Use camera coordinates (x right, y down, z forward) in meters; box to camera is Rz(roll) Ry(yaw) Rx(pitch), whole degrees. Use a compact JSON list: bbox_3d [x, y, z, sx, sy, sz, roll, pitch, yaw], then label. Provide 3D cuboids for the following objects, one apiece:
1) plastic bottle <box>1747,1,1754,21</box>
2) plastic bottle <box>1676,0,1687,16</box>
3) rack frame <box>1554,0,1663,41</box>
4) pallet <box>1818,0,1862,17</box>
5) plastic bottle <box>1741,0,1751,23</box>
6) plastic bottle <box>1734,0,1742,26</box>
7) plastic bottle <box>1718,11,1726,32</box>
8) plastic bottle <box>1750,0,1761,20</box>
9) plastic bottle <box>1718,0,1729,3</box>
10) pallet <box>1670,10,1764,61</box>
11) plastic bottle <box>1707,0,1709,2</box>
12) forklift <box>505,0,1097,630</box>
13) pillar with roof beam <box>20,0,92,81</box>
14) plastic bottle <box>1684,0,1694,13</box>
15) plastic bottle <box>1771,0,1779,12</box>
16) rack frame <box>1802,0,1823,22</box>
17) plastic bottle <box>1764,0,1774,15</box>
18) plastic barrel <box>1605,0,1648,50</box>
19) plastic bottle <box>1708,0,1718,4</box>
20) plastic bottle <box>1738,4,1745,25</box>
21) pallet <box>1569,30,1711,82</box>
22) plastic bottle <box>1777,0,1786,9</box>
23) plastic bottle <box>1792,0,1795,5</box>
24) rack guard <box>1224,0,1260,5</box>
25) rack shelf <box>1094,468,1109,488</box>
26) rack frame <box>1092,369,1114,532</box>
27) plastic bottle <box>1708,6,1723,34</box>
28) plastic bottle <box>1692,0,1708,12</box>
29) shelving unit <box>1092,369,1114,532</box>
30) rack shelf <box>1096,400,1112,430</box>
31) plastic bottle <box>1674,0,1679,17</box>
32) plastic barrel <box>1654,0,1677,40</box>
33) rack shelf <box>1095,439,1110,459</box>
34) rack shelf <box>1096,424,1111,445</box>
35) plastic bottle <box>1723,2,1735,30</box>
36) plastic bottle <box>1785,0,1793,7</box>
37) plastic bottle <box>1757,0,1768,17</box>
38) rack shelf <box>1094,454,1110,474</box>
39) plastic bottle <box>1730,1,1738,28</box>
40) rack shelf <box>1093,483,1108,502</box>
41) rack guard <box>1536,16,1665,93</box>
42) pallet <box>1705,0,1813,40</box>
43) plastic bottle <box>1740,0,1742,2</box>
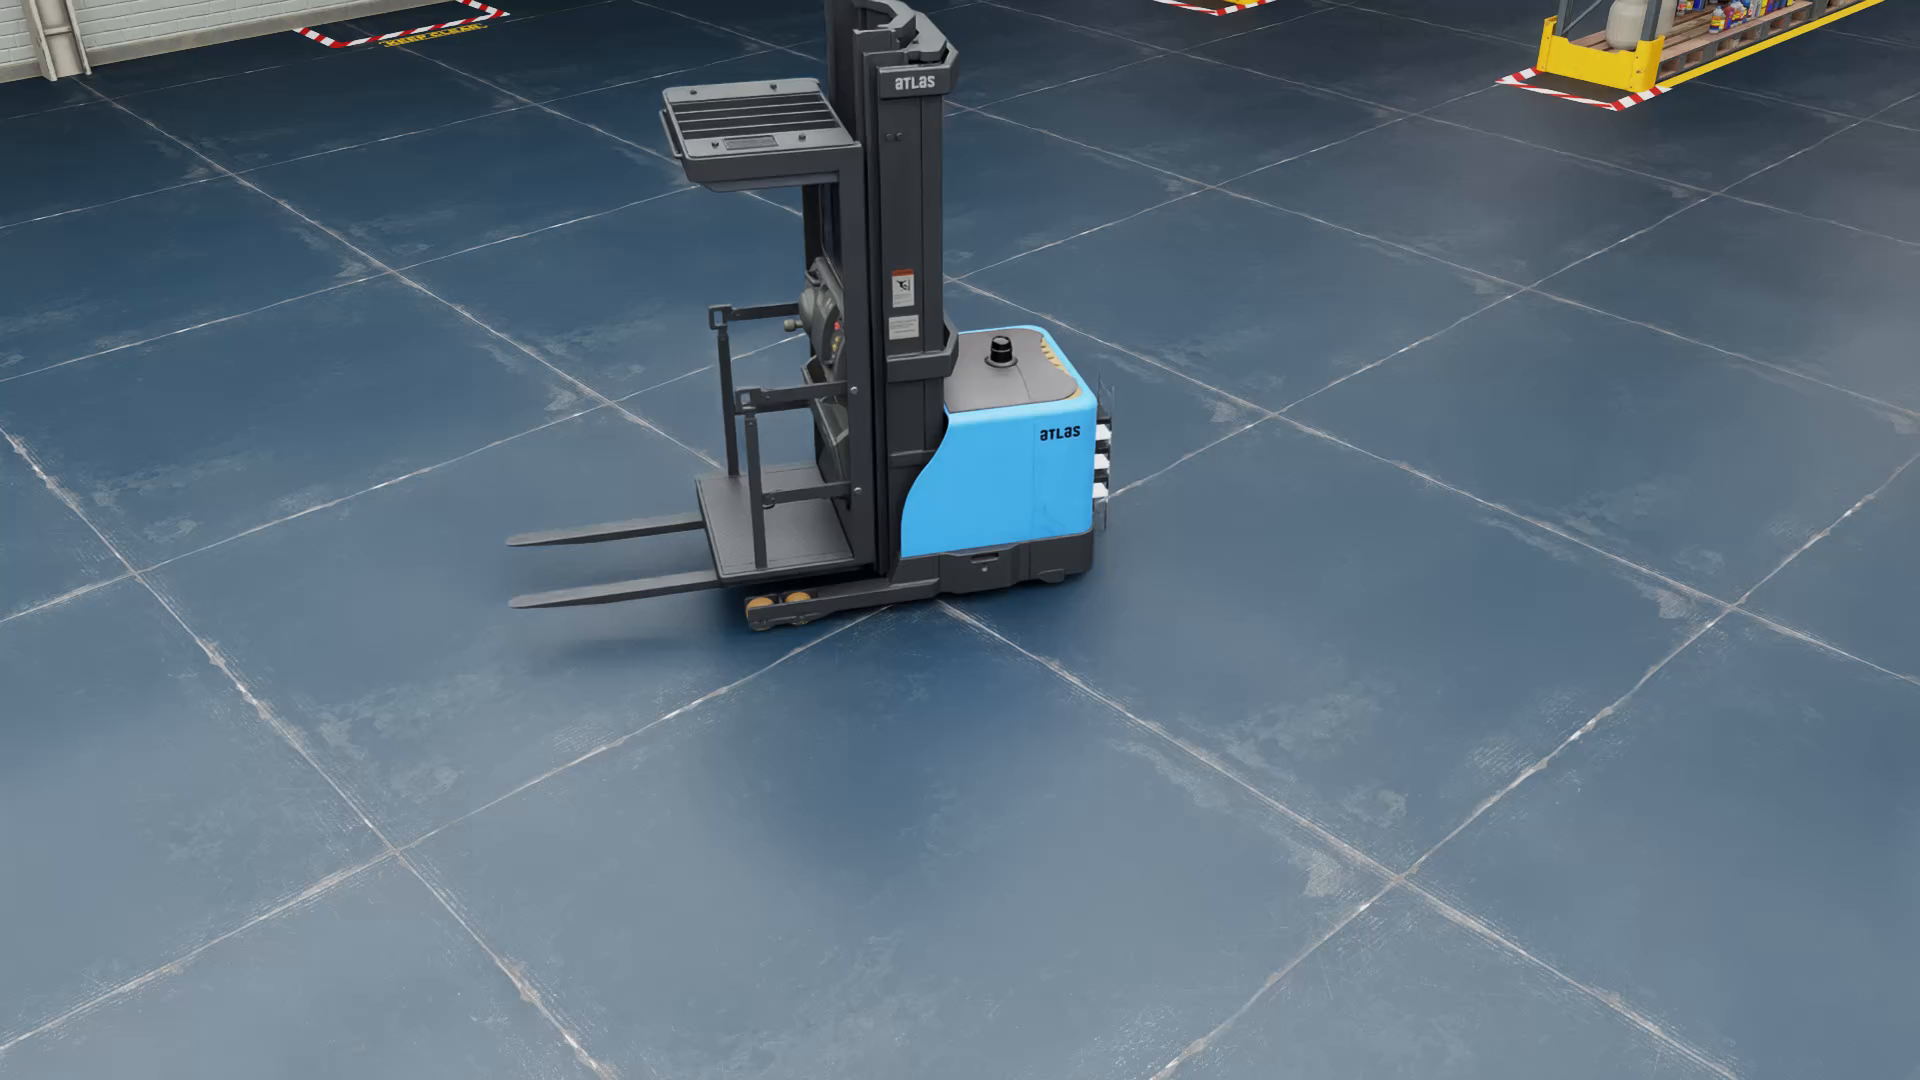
[{"bbox_3d":[8.532,-5.730,18.007,0.097,0.201,0.097,0,31,0],"label":"plastic bottle"},{"bbox_3d":[7.895,-5.848,18.198,0.097,0.201,0.097,0,31,0],"label":"plastic bottle"},{"bbox_3d":[6.442,-5.948,16.101,0.127,3.000,1.000,-26,40,-35],"label":"rack frame"},{"bbox_3d":[9.925,-6.470,19.629,1.213,0.211,1.003,-26,40,-35],"label":"pallet"},{"bbox_3d":[8.457,-5.724,17.929,0.097,0.271,0.097,0,31,0],"label":"plastic bottle"},{"bbox_3d":[8.308,-5.652,17.812,0.097,0.271,0.097,0,31,0],"label":"plastic bottle"},{"bbox_3d":[8.060,-5.502,17.633,0.097,0.201,0.097,0,31,0],"label":"plastic bottle"},{"bbox_3d":[8.600,-5.815,18.073,0.135,0.276,0.152,-25,39,-35],"label":"plastic bottle"},{"bbox_3d":[8.599,-6.241,18.699,0.185,0.351,0.144,-26,40,-35],"label":"plastic bottle"},{"bbox_3d":[7.960,-5.520,18.074,1.213,0.211,1.003,-26,40,-35],"label":"pallet"},{"bbox_3d":[8.363,-6.229,18.680,0.144,0.351,0.185,27,41,37],"label":"plastic bottle"},{"bbox_3d":[-0.865,-1.094,8.230,3.031,2.935,1.130,-8,32,-12],"label":"forklift"},{"bbox_3d":[-6.241,-6.973,12.027,0.400,9.000,9.100,-26,40,-35],"label":"pillar with roof beam"},{"bbox_3d":[8.029,-5.918,18.314,0.097,0.201,0.097,0,31,0],"label":"plastic bottle"},{"bbox_3d":[8.958,-6.017,18.333,0.144,0.351,0.185,27,40,37],"label":"plastic bottle"},{"bbox_3d":[9.375,-7.366,18.421,0.127,3.000,1.000,-26,40,-35],"label":"rack frame"},{"bbox_3d":[8.867,-5.915,18.230,0.133,0.283,0.061,-23,38,-32],"label":"plastic bottle"},{"bbox_3d":[6.873,-5.328,17.070,0.421,0.512,0.421,0,31,0],"label":"plastic barrel"},{"bbox_3d":[8.477,-6.165,18.650,0.097,0.271,0.097,0,31,0],"label":"plastic bottle"},{"bbox_3d":[8.381,-5.658,17.887,0.097,0.201,0.097,0,31,0],"label":"plastic bottle"},{"bbox_3d":[7.065,-5.089,17.370,1.213,0.211,1.003,-26,40,-35],"label":"pallet"},{"bbox_3d":[9.099,-6.085,18.444,0.185,0.351,0.144,-27,41,-37],"label":"plastic bottle"},{"bbox_3d":[9.321,-6.112,18.631,0.097,0.201,0.097,0,31,0],"label":"plastic bottle"},{"bbox_3d":[3.060,-6.769,19.840,0.348,0.500,1.175,-26,40,-35],"label":"rack guard"},{"bbox_3d":[0.689,-0.369,9.227,0.200,0.077,0.258,-8,32,-12],"label":"rack shelf"},{"bbox_3d":[0.787,-0.487,9.184,0.006,0.900,0.240,-8,32,-12],"label":"rack frame"},{"bbox_3d":[7.984,-5.495,17.555,0.097,0.271,0.097,0,31,0],"label":"plastic bottle"},{"bbox_3d":[8.170,-5.999,18.374,0.135,0.276,0.152,-26,40,-35],"label":"plastic bottle"},{"bbox_3d":[0.689,-0.474,9.163,0.210,0.900,0.258,-8,32,-12],"label":"shelving unit"},{"bbox_3d":[0.689,-0.676,9.039,0.200,0.077,0.258,-8,32,-12],"label":"rack shelf"},{"bbox_3d":[7.767,-5.834,18.097,0.133,0.283,0.061,-26,40,-35],"label":"plastic bottle"},{"bbox_3d":[7.241,-5.506,17.361,0.421,0.512,0.421,0,31,0],"label":"plastic barrel"},{"bbox_3d":[0.689,-0.522,9.133,0.200,0.077,0.258,-8,32,-12],"label":"rack shelf"},{"bbox_3d":[0.689,-0.599,9.086,0.200,0.077,0.258,-8,32,-12],"label":"rack shelf"},{"bbox_3d":[8.162,-5.574,17.672,0.133,0.283,0.061,-25,39,-35],"label":"plastic bottle"},{"bbox_3d":[9.247,-6.098,18.530,0.133,0.283,0.061,-24,39,-33],"label":"plastic bottle"},{"bbox_3d":[8.722,-5.903,18.145,0.185,0.351,0.144,-26,40,-36],"label":"plastic bottle"},{"bbox_3d":[0.689,-0.446,9.180,0.200,0.077,0.258,-8,32,-12],"label":"rack shelf"},{"bbox_3d":[8.235,-5.617,17.754,0.097,0.271,0.097,0,31,0],"label":"plastic bottle"},{"bbox_3d":[0.689,-0.292,9.274,0.200,0.077,0.258,-8,32,-12],"label":"rack shelf"},{"bbox_3d":[6.466,-4.926,16.827,0.348,0.500,1.175,-26,40,-35],"label":"rack guard"},{"bbox_3d":[8.855,-5.954,18.785,1.213,0.211,1.003,-26,40,-35],"label":"pallet"},{"bbox_3d":[8.527,-5.858,18.137,0.133,0.283,0.061,-26,40,-35],"label":"plastic bottle"}]
